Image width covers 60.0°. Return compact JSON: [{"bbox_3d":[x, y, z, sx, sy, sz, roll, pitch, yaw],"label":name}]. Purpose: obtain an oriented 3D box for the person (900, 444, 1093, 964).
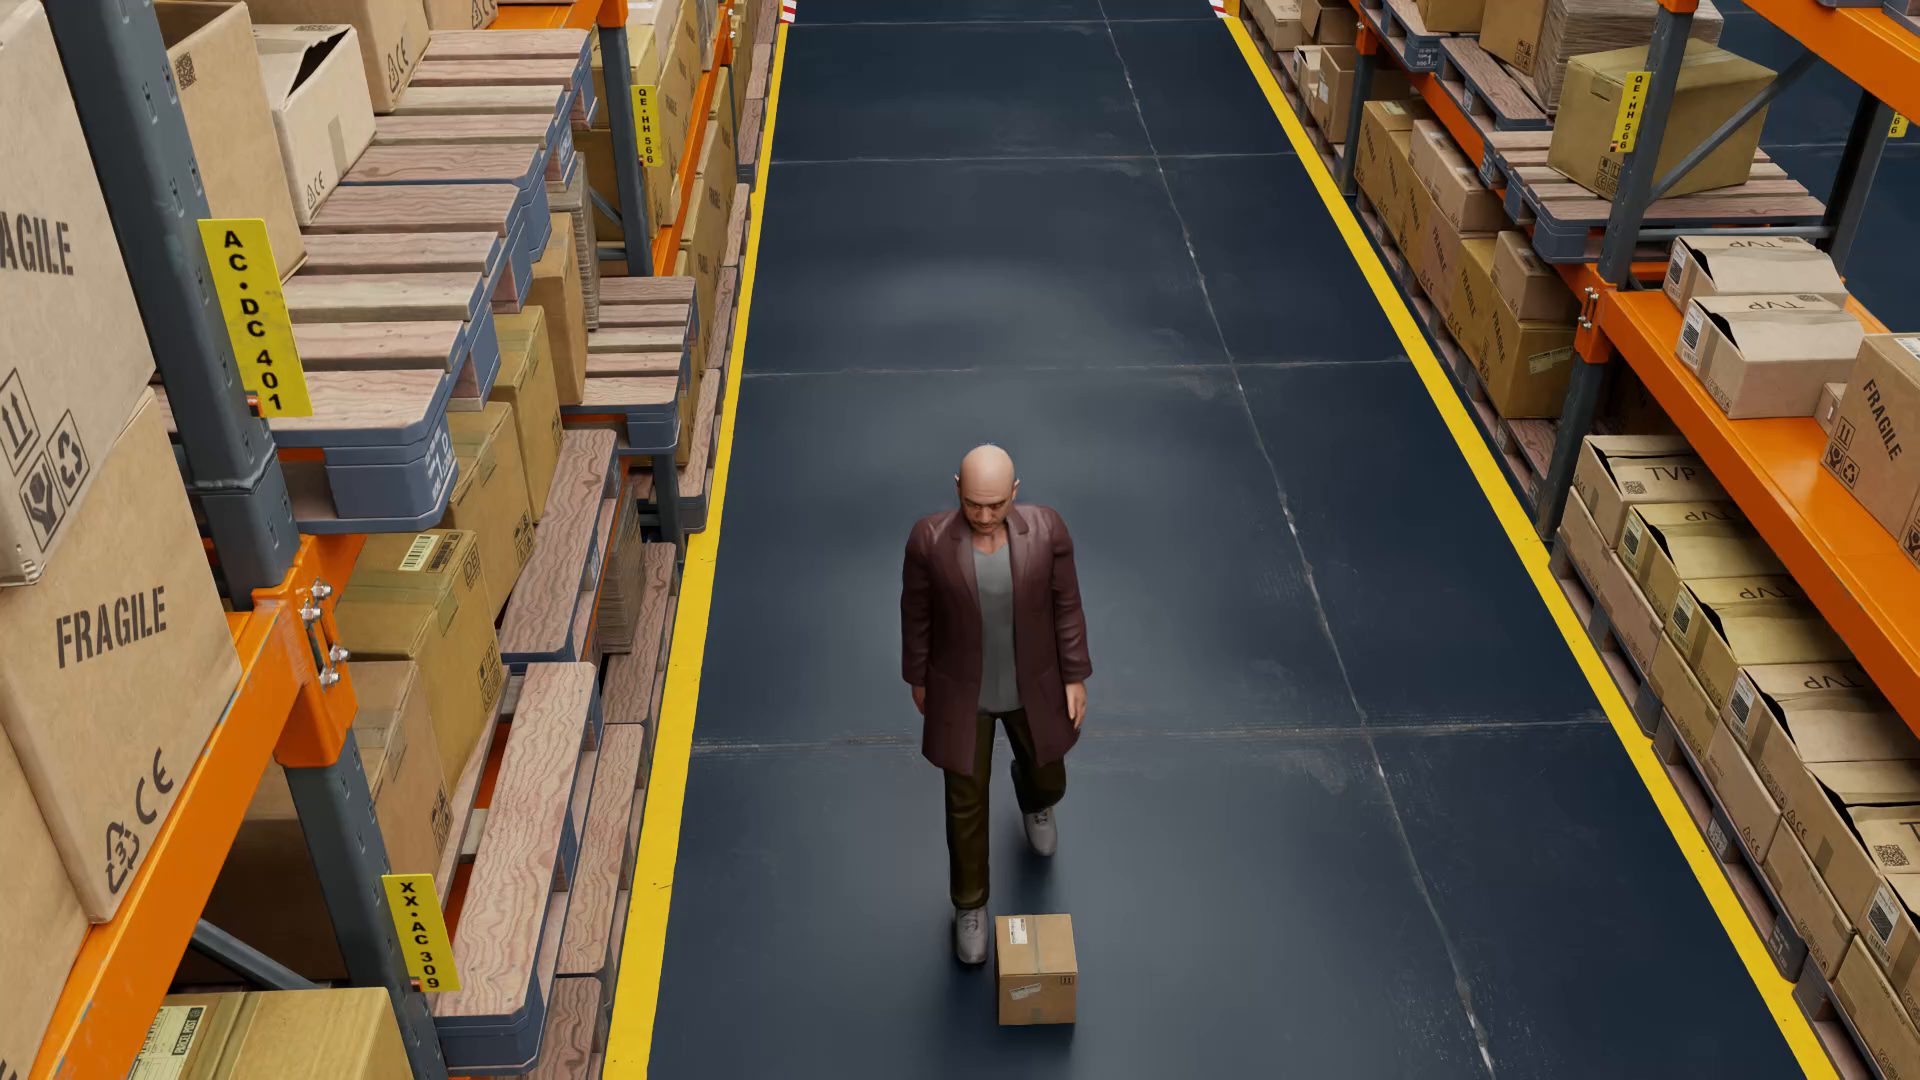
[{"bbox_3d":[0.128,0.490,5.420,0.618,1.766,0.800,-4,35,-5],"label":"person"}]
